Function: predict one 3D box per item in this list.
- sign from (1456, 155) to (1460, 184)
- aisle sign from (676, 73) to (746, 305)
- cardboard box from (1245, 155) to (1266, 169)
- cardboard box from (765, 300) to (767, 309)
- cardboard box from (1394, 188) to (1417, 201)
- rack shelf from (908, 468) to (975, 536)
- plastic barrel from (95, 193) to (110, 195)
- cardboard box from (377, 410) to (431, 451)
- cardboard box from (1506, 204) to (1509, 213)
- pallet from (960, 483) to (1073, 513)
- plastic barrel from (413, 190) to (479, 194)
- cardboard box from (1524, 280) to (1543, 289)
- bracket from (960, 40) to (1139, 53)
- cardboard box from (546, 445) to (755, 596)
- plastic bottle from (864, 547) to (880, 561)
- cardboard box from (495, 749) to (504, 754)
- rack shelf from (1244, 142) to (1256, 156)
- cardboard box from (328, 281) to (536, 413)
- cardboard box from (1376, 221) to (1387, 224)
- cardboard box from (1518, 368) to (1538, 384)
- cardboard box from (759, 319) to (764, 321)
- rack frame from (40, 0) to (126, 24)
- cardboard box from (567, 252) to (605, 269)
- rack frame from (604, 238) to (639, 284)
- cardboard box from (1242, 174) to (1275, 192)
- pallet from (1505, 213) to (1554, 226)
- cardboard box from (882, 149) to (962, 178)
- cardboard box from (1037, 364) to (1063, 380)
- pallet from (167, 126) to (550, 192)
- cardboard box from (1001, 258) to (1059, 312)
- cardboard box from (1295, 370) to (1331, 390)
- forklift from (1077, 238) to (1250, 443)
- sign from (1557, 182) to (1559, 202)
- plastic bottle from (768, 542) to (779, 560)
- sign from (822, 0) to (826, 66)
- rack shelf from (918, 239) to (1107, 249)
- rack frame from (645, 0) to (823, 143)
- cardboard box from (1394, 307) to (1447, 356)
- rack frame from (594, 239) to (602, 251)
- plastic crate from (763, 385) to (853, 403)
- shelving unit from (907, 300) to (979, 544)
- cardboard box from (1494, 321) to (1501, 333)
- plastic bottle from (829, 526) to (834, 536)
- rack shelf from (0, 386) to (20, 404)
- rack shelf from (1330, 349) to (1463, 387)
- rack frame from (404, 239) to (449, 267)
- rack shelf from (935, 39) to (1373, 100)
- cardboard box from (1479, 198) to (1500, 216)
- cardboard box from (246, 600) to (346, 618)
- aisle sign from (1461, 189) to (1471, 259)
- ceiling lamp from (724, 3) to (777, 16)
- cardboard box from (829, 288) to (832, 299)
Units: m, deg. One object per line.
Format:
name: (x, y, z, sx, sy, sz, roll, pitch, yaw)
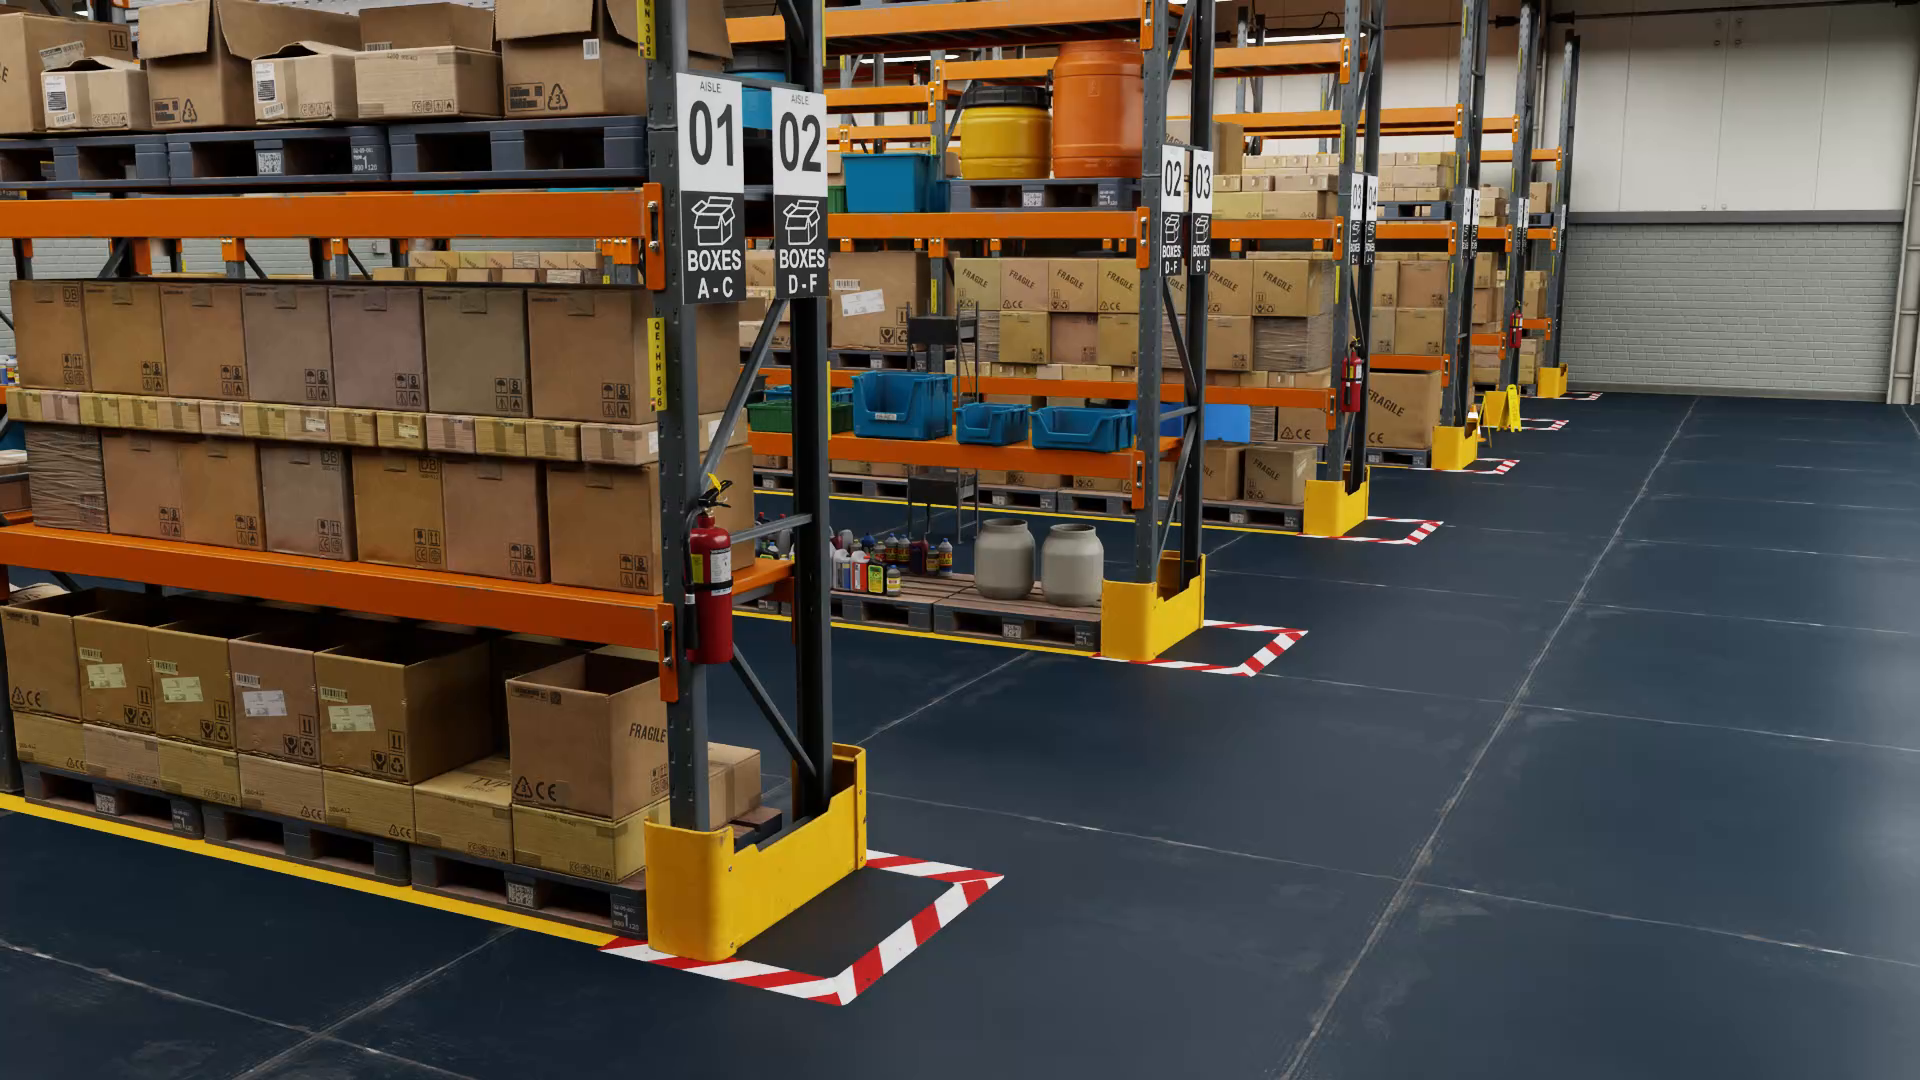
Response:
sign: (5.607, -4.171, 18.724, 0.005, 0.325, 0.100, 5, 11, 26)
aisle sign: (-0.884, -1.245, 5.943, 0.004, 0.787, 0.394, 5, 11, 26)
cardboard box: (3.590, -4.517, 19.904, 0.250, 0.149, 0.380, 5, 11, 26)
cardboard box: (-2.661, -3.271, 23.127, 0.250, 0.149, 0.380, 5, 11, 26)
cardboard box: (5.185, -3.985, 19.201, 0.250, 0.149, 0.380, 5, 11, 26)
rack shelf: (-0.148, -0.344, 14.796, 0.480, 0.518, 0.431, 5, 11, 26)
plastic barrel: (-7.449, -3.305, 14.637, 0.433, 0.535, 0.433, 0, 10, 0)
cardboard box: (-2.165, -0.468, 6.843, 0.250, 0.149, 0.380, 5, 12, 28)
cardboard box: (9.274, -5.601, 28.131, 0.250, 0.149, 0.380, 5, 11, 24)
pallet: (0.605, -0.496, 16.931, 1.213, 0.211, 1.003, 5, 11, 26)
plastic barrel: (-3.930, -2.955, 12.861, 0.708, 0.901, 0.600, 5, 11, 26)
cardboard box: (9.717, -4.327, 28.166, 0.250, 0.149, 0.380, 5, 11, 27)
bracket: (1.706, -9.550, 32.175, 4.783, 0.066, 0.076, 5, 11, 26)
cardboard box: (-1.226, -0.106, 6.668, 0.500, 0.500, 0.700, 5, 11, 26)
plastic bottle: (-0.626, 0.195, 11.675, 0.133, 0.283, 0.061, 5, 11, 26)
cardboard box: (-2.093, 0.972, 7.532, 0.500, 0.250, 0.500, 5, 11, 26)
rack shelf: (2.578, -6.057, 26.125, 4.000, 0.370, 1.077, 5, 11, 26)
cardboard box: (-2.200, -0.829, 7.018, 0.500, 0.500, 0.700, 5, 11, 26)
cardboard box: (6.118, -4.633, 24.241, 0.250, 0.149, 0.380, 5, 11, 25)
cardboard box: (9.590, -2.816, 28.463, 0.500, 0.250, 0.500, 5, 11, 26)
cardboard box: (-1.986, -2.283, 18.173, 0.258, 0.266, 0.396, 5, 11, 24)
rack frame: (-4.400, -3.286, 7.670, 0.127, 3.000, 1.000, 5, 11, 26)
cardboard box: (-5.444, -4.011, 24.602, 0.500, 0.500, 0.500, 5, 11, 24)
rack frame: (-3.600, -2.231, 18.686, 0.127, 3.000, 1.000, 5, 11, 26)
cardboard box: (2.711, -3.214, 14.998, 0.250, 0.149, 0.380, 4, 11, 23)
pallet: (9.529, -5.468, 28.401, 1.213, 0.211, 1.003, 5, 11, 26)
cardboard box: (-0.391, -3.702, 16.922, 0.637, 0.503, 0.797, 4, 11, 23)
cardboard box: (0.936, -1.645, 16.157, 0.250, 0.149, 0.380, 5, 11, 26)
pallet: (-2.534, -1.607, 7.064, 1.213, 0.211, 1.003, 5, 11, 26)
cardboard box: (0.727, -2.488, 16.183, 0.500, 0.500, 0.500, 5, 11, 26)
cardboard box: (3.227, -1.466, 15.167, 0.250, 0.149, 0.380, 5, 11, 26)
forklift: (2.025, -2.267, 19.082, 1.130, 2.935, 3.031, -6, 12, -29)
sign: (9.899, -5.763, 27.518, 0.005, 0.325, 0.100, 5, 11, 26)
plastic bottle: (-1.347, 0.152, 11.946, 0.097, 0.271, 0.097, 0, 10, 0)
sign: (-0.562, -2.052, 6.598, 0.005, 0.325, 0.100, 5, 11, 26)
rack shelf: (1.184, -5.886, 32.480, 4.000, 0.370, 1.077, 5, 11, 26)
rack frame: (-0.813, -2.970, 5.928, 0.127, 3.000, 1.000, 5, 11, 26)
cardboard box: (5.506, -2.480, 19.644, 0.550, 0.550, 0.875, 5, 11, 26)
rack frame: (-6.390, -4.444, 30.914, 0.127, 3.000, 1.000, 5, 11, 26)
plastic crate: (-1.092, -1.007, 12.344, 0.616, 0.251, 0.499, 5, 11, 26)
shelving unit: (-0.148, -1.046, 14.669, 0.503, 2.100, 0.431, 5, 11, 26)
cardboard box: (7.746, -3.119, 24.301, 0.250, 0.149, 0.380, 5, 11, 26)
plastic bottle: (-1.038, 0.008, 12.520, 0.185, 0.351, 0.144, 5, 11, 25)
rack shelf: (-7.586, -1.243, 15.250, 4.000, 0.370, 1.077, 5, 11, 26)
rack shelf: (4.066, -2.188, 20.470, 4.000, 0.370, 1.077, 5, 11, 26)
rack frame: (-8.489, -3.645, 26.502, 0.127, 3.000, 1.000, 5, 11, 26)
rack shelf: (1.780, -4.354, 15.603, 4.000, 0.370, 1.077, 5, 11, 26)
cardboard box: (7.381, -4.729, 23.652, 0.500, 0.250, 0.500, 5, 11, 25)
cardboard box: (-2.994, 0.526, 7.893, 0.500, 0.500, 0.500, 5, 11, 26)
aisle sign: (5.790, -3.610, 19.008, 0.004, 0.787, 0.394, 5, 11, 26)
ceiling lamp: (-3.021, -9.538, 25.828, 2.000, 3.185, 0.800, 5, 11, 26)
cardboard box: (-1.648, -3.458, 23.325, 0.250, 0.149, 0.380, 5, 11, 26)
